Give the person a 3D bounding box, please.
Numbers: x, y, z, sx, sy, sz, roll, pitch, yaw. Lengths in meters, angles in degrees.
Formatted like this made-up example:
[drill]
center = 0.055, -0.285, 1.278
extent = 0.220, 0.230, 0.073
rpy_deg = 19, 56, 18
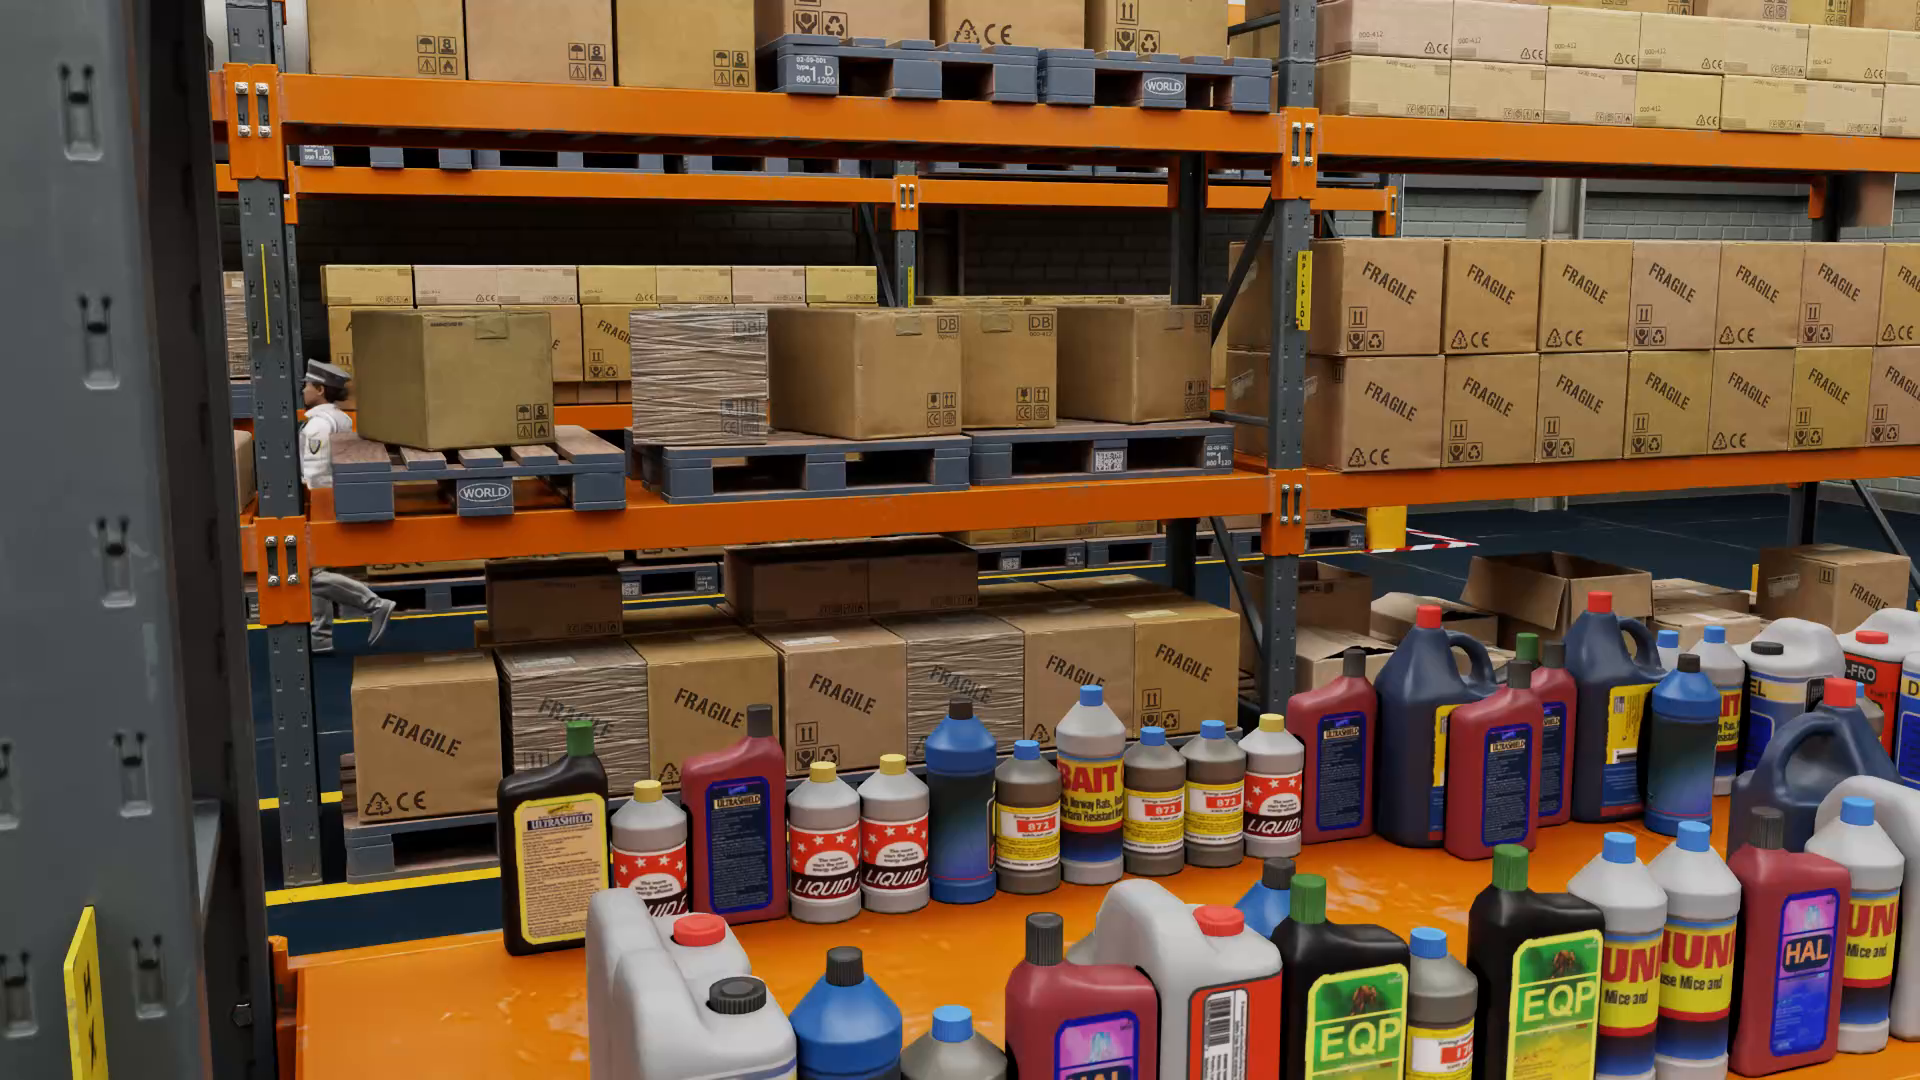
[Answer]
[person]
center = -3.595, -0.183, 9.310
extent = 0.543, 1.677, 0.492
rpy_deg = -1, 9, -4
